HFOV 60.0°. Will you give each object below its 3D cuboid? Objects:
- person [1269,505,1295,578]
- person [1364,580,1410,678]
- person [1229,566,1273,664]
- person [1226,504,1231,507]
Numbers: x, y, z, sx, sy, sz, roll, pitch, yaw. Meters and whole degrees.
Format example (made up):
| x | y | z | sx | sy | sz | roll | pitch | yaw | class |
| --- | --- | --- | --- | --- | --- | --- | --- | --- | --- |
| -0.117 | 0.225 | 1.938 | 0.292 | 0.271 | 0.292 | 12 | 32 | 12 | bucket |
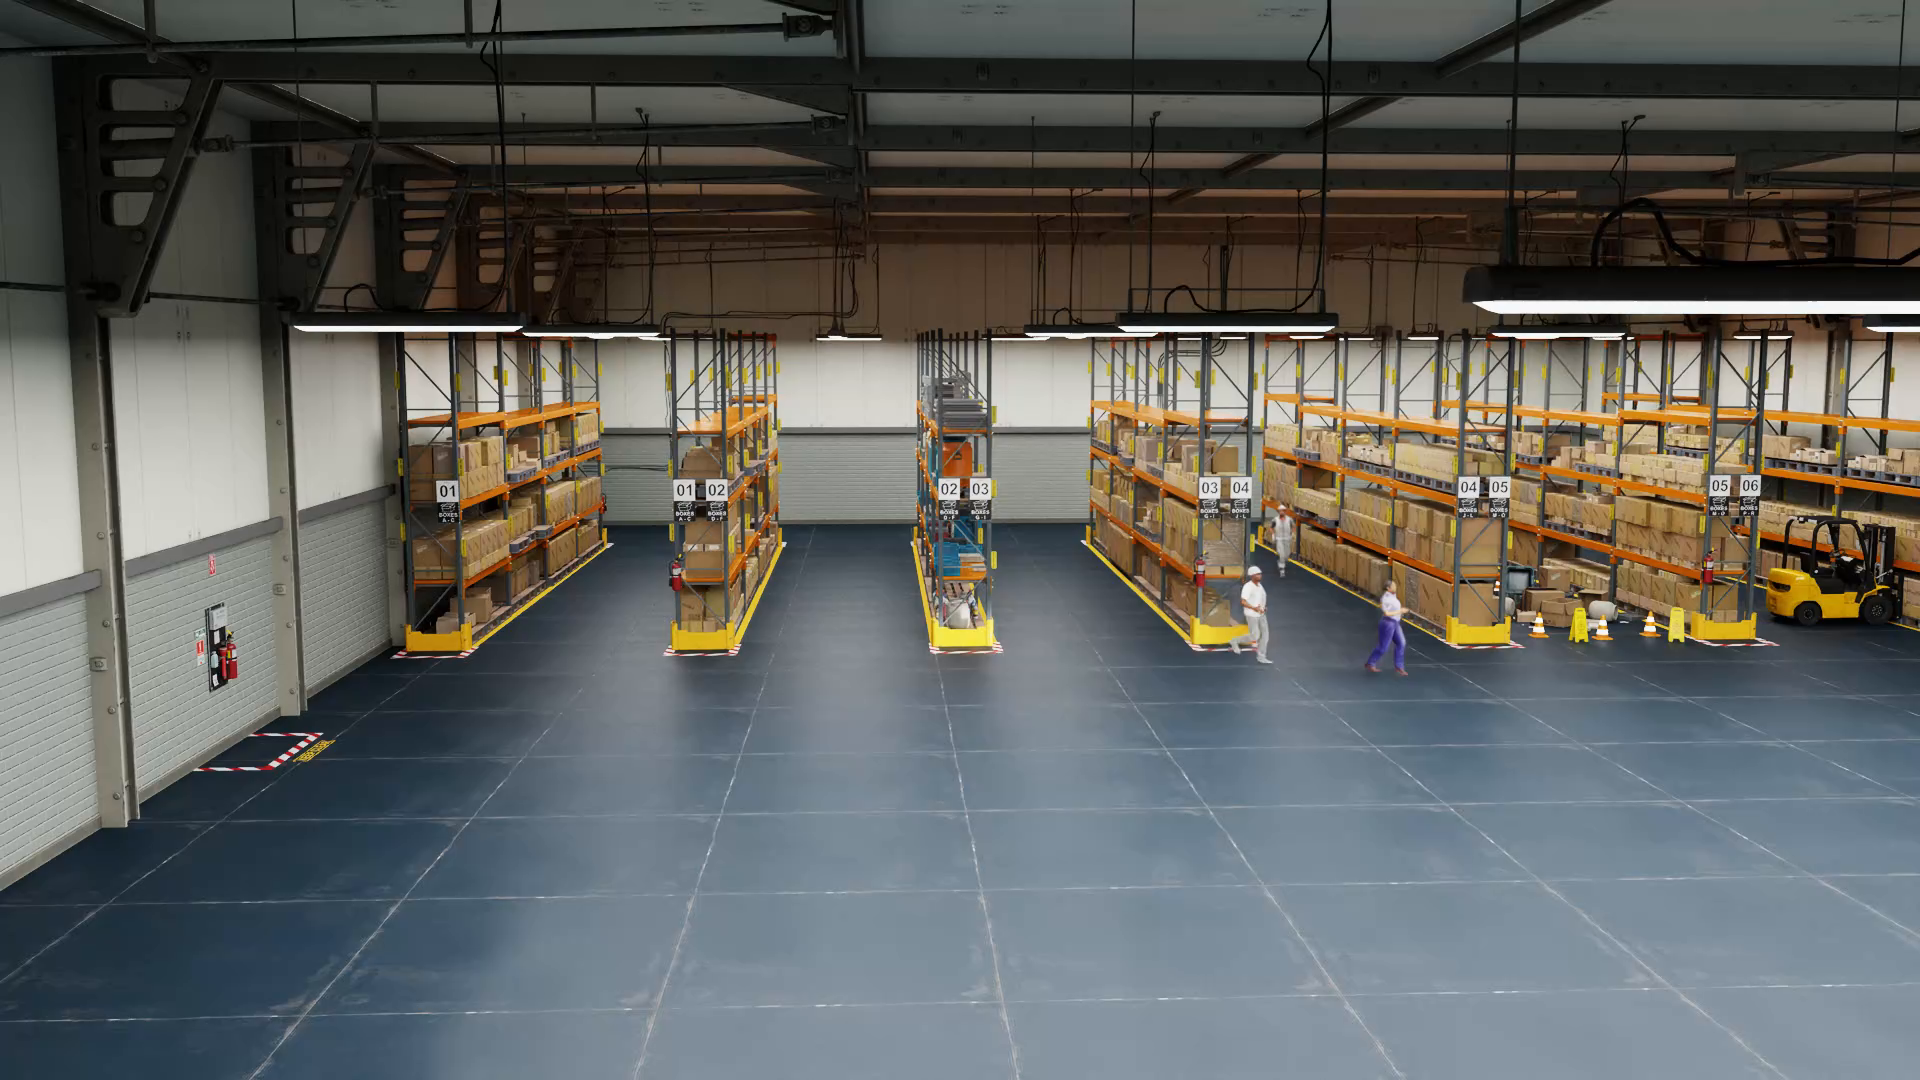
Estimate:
| x | y | z | sx | sy | sz | roll | pitch | yaw | class |
| --- | --- | --- | --- | --- | --- | --- | --- | --- | --- |
| 7.955 | 0.025 | 41.041 | 0.650 | 1.768 | 0.722 | 0 | 7 | 1 | person |
| 7.381 | 1.541 | 28.699 | 0.747 | 1.679 | 0.592 | 4 | 8 | 33 | person |
| 5.272 | 1.343 | 29.934 | 0.839 | 1.752 | 0.711 | 5 | 8 | 37 | person |
| 7.459 | -0.537 | 46.034 | 0.717 | 1.768 | 0.884 | 0 | 7 | 1 | person |
